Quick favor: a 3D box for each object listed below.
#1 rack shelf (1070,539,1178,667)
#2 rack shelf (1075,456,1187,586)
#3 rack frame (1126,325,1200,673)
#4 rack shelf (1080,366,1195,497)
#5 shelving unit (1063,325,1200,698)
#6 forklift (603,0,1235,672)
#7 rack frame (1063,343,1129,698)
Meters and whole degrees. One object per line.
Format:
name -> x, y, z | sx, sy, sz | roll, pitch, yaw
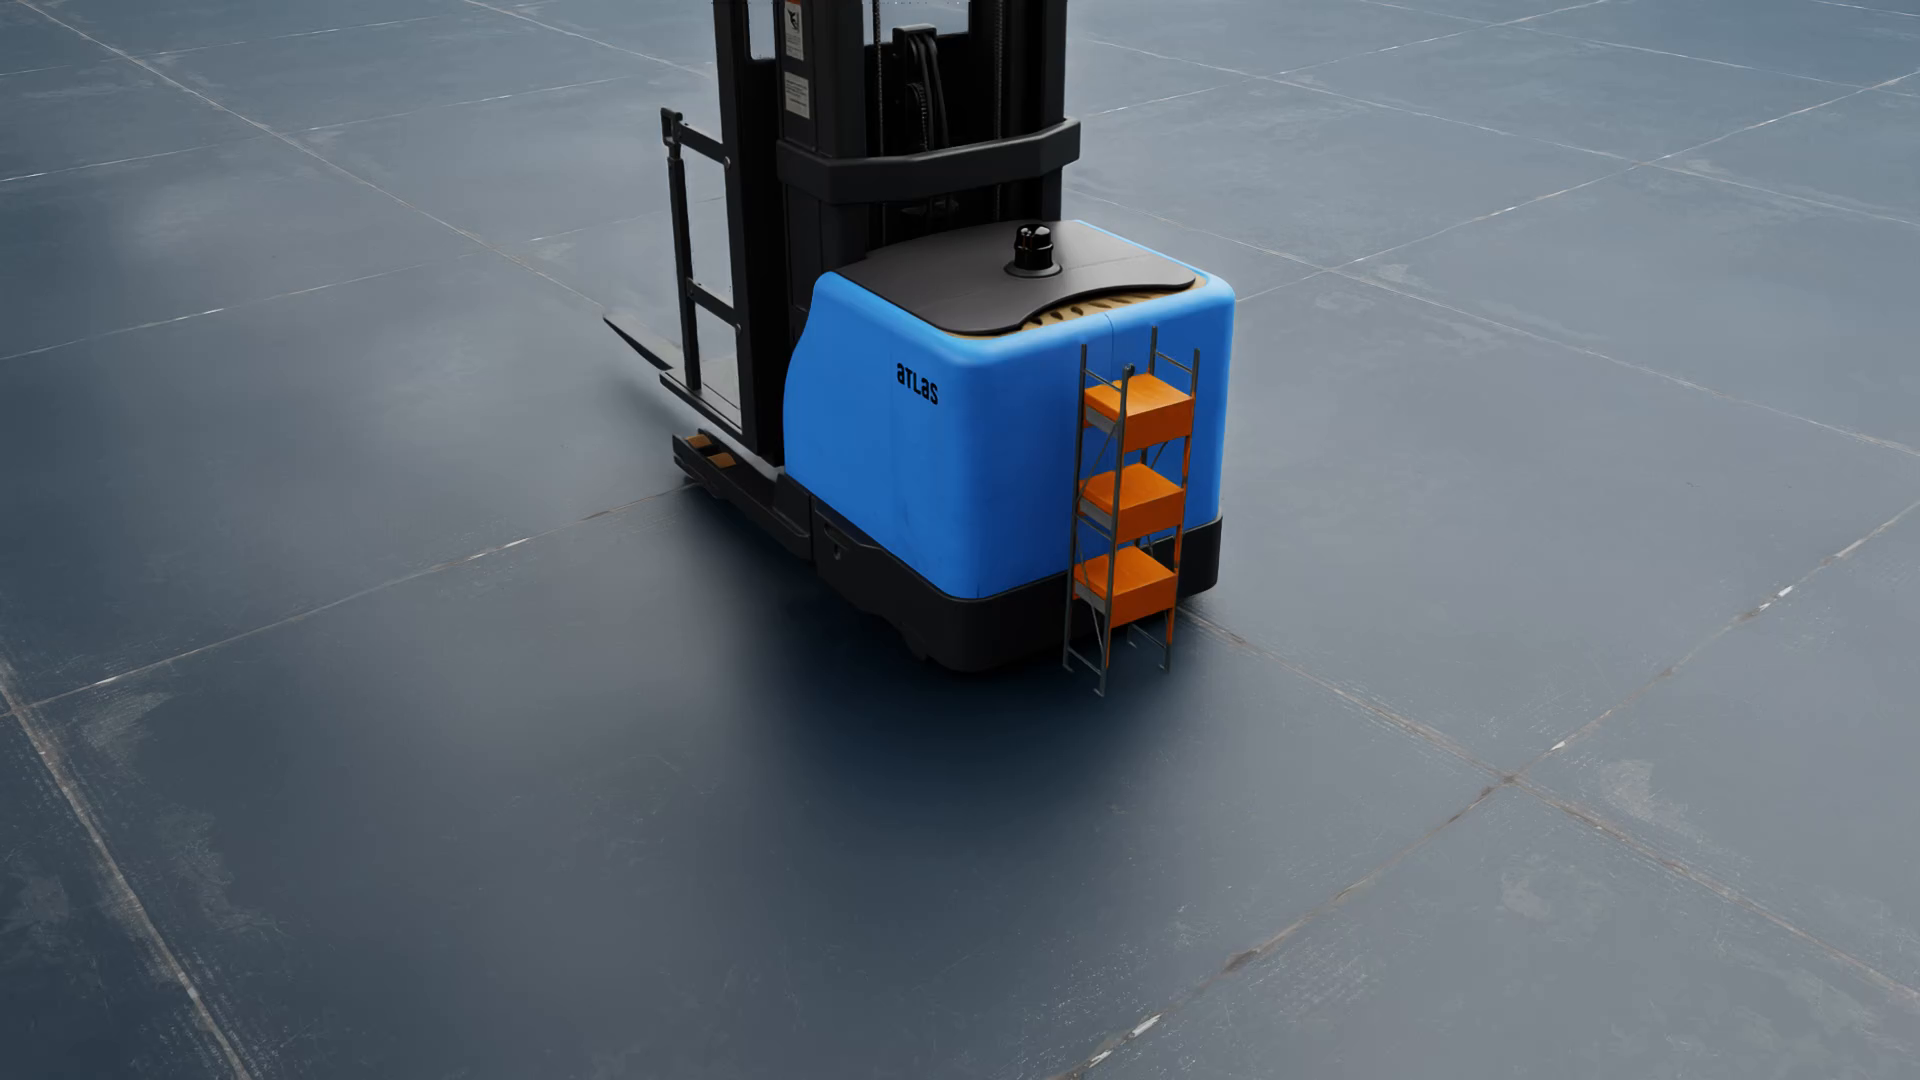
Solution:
rack shelf -> 0.474, 0.184, 4.896 | 0.240, 0.259, 0.215 | -17, 34, -29
rack shelf -> 0.479, -0.057, 4.758 | 0.240, 0.259, 0.215 | -17, 34, -29
rack frame -> 0.581, -0.098, 4.812 | 0.008, 1.050, 0.200 | -17, 34, -29
rack shelf -> 0.484, -0.304, 4.617 | 0.240, 0.259, 0.215 | -17, 34, -29
shelving unit -> 0.479, -0.067, 4.753 | 0.252, 1.050, 0.215 | -17, 34, -29
forklift -> -0.404, -1.553, 5.546 | 1.130, 2.935, 3.031 | -17, 33, -29
rack frame -> 0.377, -0.035, 4.694 | 0.008, 1.050, 0.200 | -17, 34, -29
